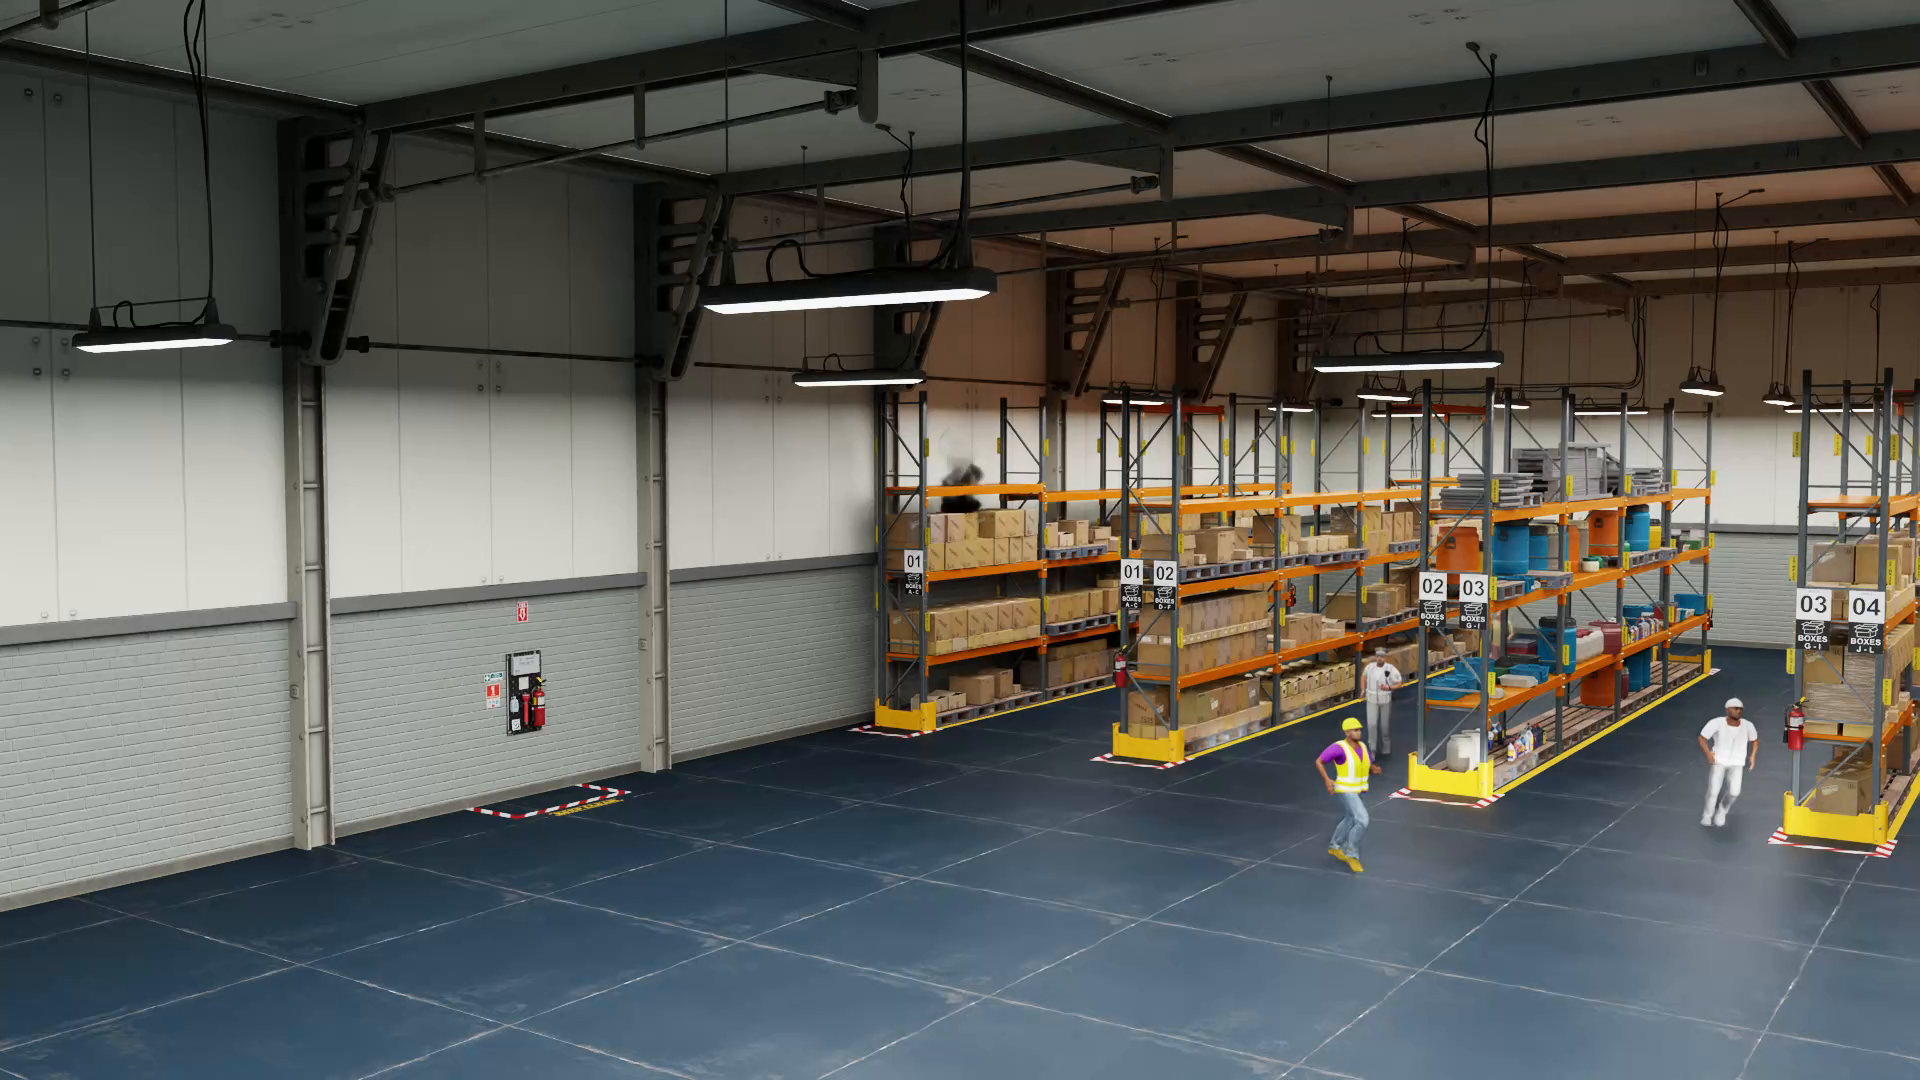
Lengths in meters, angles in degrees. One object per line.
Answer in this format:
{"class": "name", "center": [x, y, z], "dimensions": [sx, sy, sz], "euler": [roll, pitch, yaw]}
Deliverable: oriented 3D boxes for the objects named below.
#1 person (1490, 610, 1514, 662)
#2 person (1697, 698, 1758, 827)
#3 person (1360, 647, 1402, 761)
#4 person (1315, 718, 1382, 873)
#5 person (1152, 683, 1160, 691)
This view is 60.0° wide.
{"class": "person", "center": [11.413, 2.247, 35.181], "dimensions": [0.579, 1.621, 0.548], "euler": [1, 3, 25]}
{"class": "person", "center": [10.097, 2.930, 21.832], "dimensions": [0.765, 1.695, 0.576], "euler": [1, 3, 16]}
{"class": "person", "center": [6.780, 2.610, 26.811], "dimensions": [0.665, 1.793, 0.899], "euler": [1, 3, 21]}
{"class": "person", "center": [4.669, 3.018, 19.781], "dimensions": [0.669, 1.808, 0.745], "euler": [-3, 4, -41]}
{"class": "person", "center": [3.737, 2.499, 30.678], "dimensions": [0.503, 1.644, 0.706], "euler": [1, 3, 22]}
